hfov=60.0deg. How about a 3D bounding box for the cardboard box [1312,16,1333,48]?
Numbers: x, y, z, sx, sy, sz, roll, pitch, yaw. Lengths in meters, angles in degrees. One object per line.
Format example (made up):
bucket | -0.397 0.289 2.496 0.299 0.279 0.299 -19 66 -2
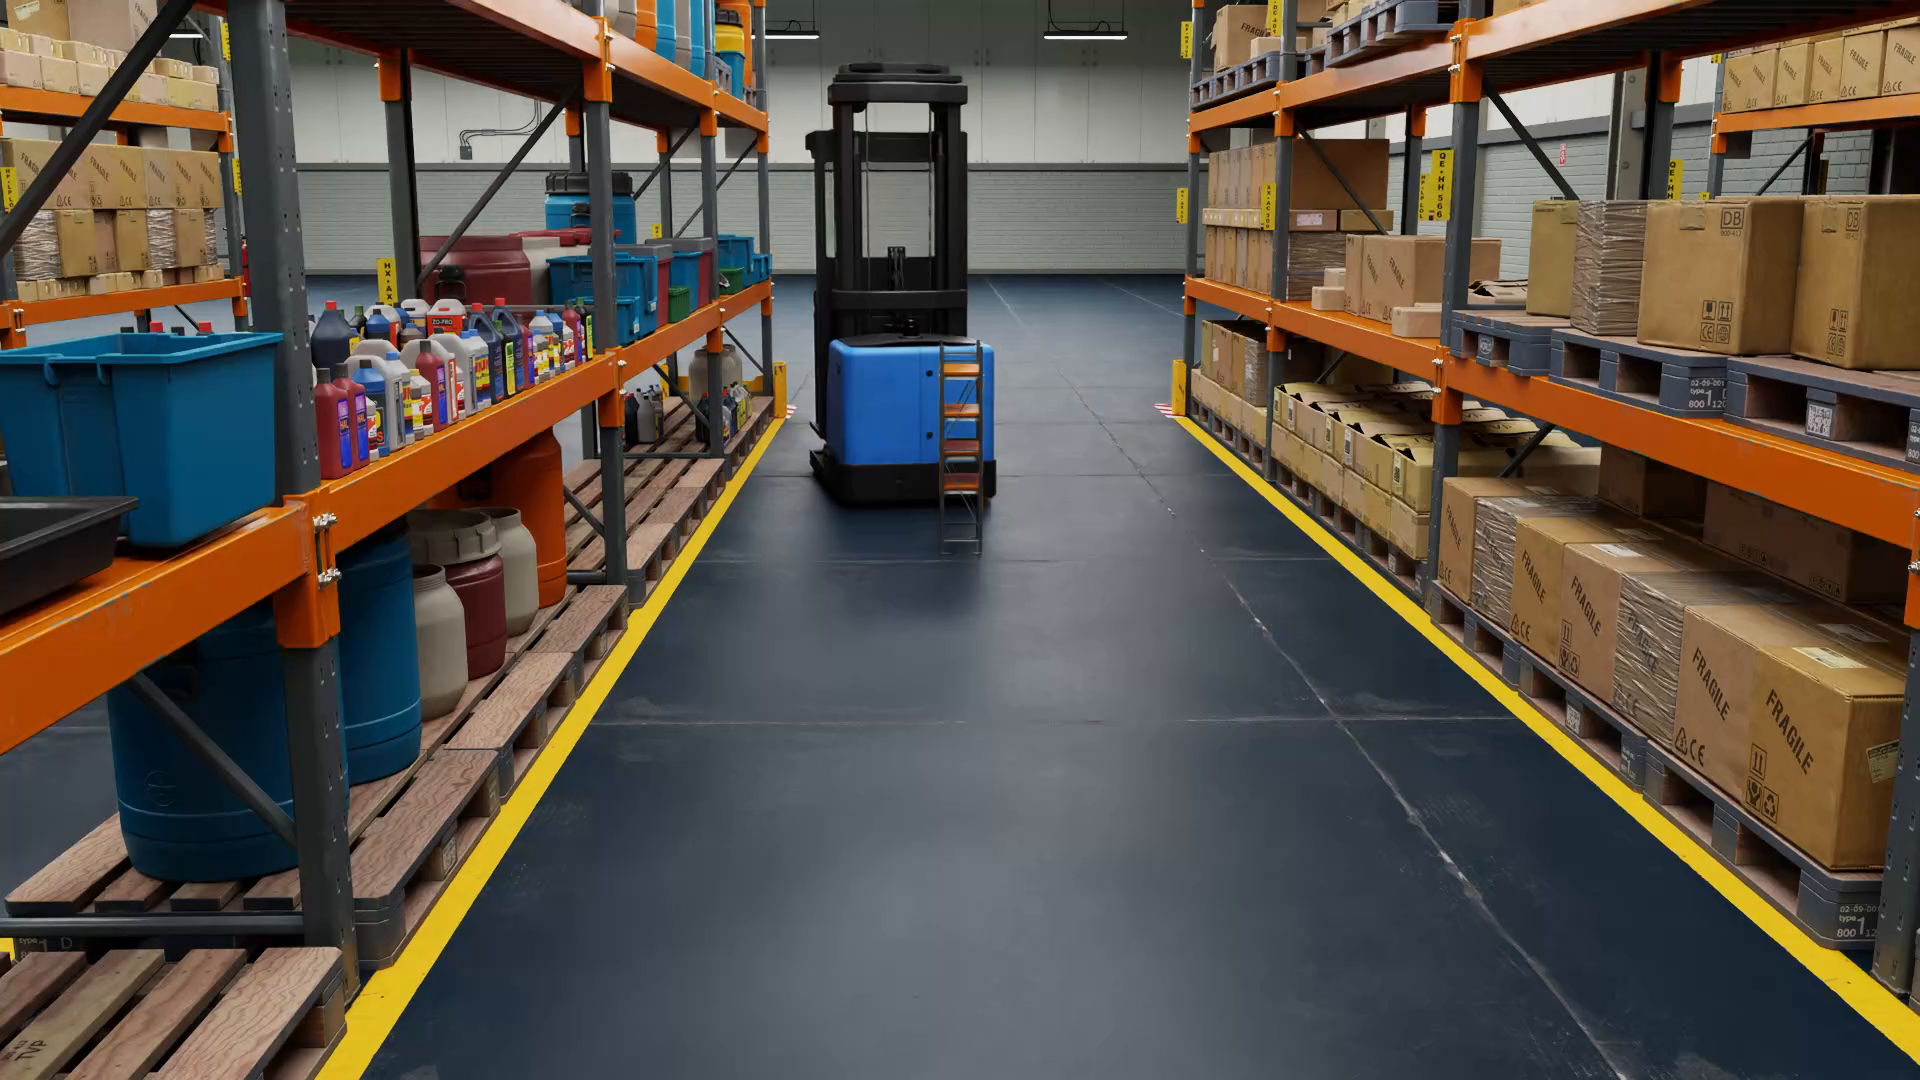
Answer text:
cardboard box | 2.978 -3.809 12.559 0.500 0.311 0.500 -1 12 -4

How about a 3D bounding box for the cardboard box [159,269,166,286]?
cardboard box | -6.996 -2.227 14.124 0.380 0.149 0.250 0 11 -1

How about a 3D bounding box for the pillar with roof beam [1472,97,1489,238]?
pillar with roof beam | 3.933 -7.888 26.305 9.100 9.000 0.400 0 11 -1

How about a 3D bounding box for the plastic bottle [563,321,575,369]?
plastic bottle | -1.710 -0.840 7.153 0.097 0.201 0.097 0 11 0

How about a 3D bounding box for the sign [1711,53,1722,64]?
sign | 7.064 -4.612 15.503 0.100 0.325 0.005 0 11 -1

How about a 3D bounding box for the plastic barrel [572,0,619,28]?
plastic barrel | -1.833 -2.672 7.861 0.421 0.512 0.421 0 11 0

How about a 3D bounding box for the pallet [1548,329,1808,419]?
pallet | 2.864 -0.623 6.071 1.003 0.211 1.213 0 11 -1

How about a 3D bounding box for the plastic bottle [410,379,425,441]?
plastic bottle | -1.664 -0.401 4.990 0.097 0.201 0.097 0 11 0

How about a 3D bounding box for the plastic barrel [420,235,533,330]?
plastic barrel | -2.446 -1.242 8.295 0.600 0.536 0.708 0 11 -1

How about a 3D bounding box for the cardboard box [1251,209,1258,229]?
cardboard box | 2.497 -2.522 13.061 0.380 0.149 0.250 0 11 -1

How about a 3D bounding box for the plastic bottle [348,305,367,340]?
plastic bottle | -2.481 -0.821 6.856 0.061 0.283 0.133 0 11 -1

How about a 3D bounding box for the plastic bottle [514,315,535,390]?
plastic bottle | -1.675 -0.721 6.364 0.061 0.283 0.133 0 11 -1

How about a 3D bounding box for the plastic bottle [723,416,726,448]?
plastic bottle | -1.784 -0.823 12.328 0.097 0.271 0.097 0 11 0

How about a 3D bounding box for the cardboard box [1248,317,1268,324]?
cardboard box | 2.962 -1.815 15.433 0.500 0.500 0.500 0 11 -1

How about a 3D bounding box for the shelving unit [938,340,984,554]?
shelving unit | 0.003 -0.555 9.778 0.258 1.200 0.503 0 11 -1

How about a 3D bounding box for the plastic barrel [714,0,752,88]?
plastic barrel | -2.162 -4.465 14.843 0.600 0.830 0.708 0 11 -1

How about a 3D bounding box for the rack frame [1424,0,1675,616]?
rack frame | 2.819 -1.104 7.957 1.000 3.000 0.127 0 11 -1

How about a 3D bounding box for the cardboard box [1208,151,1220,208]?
cardboard box | 2.652 -3.276 15.147 0.700 0.500 0.500 0 11 -1

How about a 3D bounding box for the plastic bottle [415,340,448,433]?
plastic bottle | -1.650 -0.483 5.191 0.061 0.283 0.133 0 11 -1

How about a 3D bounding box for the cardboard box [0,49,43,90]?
cardboard box | -6.921 -3.346 11.842 0.500 0.250 0.500 -1 11 -3

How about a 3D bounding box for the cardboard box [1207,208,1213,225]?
cardboard box | 2.455 -2.930 15.074 0.380 0.149 0.250 -1 11 -3

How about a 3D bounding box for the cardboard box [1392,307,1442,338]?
cardboard box | 2.524 -1.159 8.858 0.380 0.149 0.250 0 11 -1

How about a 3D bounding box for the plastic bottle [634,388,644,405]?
plastic bottle | -2.528 -1.026 13.129 0.144 0.351 0.185 0 11 -2

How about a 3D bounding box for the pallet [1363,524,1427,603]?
pallet | 2.841 0.099 9.042 1.003 0.211 1.213 0 11 -1

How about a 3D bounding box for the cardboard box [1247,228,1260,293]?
cardboard box | 2.697 -2.241 13.309 0.700 0.500 0.500 0 11 0

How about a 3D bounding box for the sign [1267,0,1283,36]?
sign | 2.181 -3.659 11.506 0.100 0.325 0.005 0 11 -1

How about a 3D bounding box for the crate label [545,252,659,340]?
crate label | -1.883 -1.300 8.836 0.502 0.435 0.616 0 11 -1

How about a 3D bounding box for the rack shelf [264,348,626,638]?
rack shelf | -2.092 -0.334 5.972 1.077 0.370 4.000 0 11 -1

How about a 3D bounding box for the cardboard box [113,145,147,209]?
cardboard box | -6.966 -2.933 13.456 0.500 0.500 0.500 0 11 -1

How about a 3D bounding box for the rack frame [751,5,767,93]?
rack frame | -2.299 -5.615 15.102 1.000 3.000 0.127 0 11 -1

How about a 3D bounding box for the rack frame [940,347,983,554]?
rack frame | 0.008 -0.507 9.539 0.240 1.200 0.015 0 11 -1

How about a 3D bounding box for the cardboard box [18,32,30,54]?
cardboard box | -6.940 -3.570 11.941 0.380 0.149 0.250 -1 11 -4

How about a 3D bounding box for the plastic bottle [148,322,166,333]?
plastic bottle | -2.401 -0.483 5.021 0.144 0.351 0.185 0 11 -1

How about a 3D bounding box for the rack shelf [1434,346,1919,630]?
rack shelf | 2.860 -0.354 6.069 1.077 0.370 4.000 0 11 -1

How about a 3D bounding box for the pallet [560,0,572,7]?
pallet | -2.215 -2.310 6.829 1.003 0.211 1.213 0 11 -1

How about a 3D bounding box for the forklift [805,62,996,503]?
forklift | -0.535 -1.933 12.213 1.130 2.935 3.031 -2 12 -10

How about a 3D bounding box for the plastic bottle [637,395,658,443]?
plastic bottle | -2.373 -0.924 12.627 0.144 0.351 0.185 0 11 -1

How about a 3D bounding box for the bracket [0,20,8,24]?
bracket | -23.211 -12.525 40.110 0.076 0.066 4.783 0 11 -1

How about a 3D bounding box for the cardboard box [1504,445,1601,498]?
cardboard box | 3.102 -0.342 8.652 0.500 0.311 0.500 0 11 1

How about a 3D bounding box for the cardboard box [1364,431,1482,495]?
cardboard box | 2.545 -0.444 9.150 0.500 0.311 0.500 0 11 -2

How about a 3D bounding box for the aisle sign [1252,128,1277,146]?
aisle sign | 2.946 -3.983 15.607 0.394 0.787 0.004 0 11 -1

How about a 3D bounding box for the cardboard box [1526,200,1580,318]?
cardboard box | 2.945 -1.234 7.290 0.700 0.500 0.500 -4 12 -20

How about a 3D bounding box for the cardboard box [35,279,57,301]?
cardboard box | -6.864 -1.830 12.166 0.380 0.149 0.250 0 11 -1

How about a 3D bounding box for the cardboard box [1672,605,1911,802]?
cardboard box | 2.603 0.505 5.205 0.500 0.500 0.500 0 11 -1

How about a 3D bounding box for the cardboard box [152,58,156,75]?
cardboard box | -7.020 -3.987 13.996 0.380 0.149 0.250 0 11 0

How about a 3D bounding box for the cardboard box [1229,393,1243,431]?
cardboard box | 2.483 -1.048 13.538 0.500 0.250 0.500 0 11 -1

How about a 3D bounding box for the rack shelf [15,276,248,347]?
rack shelf | -7.209 -1.904 13.710 1.077 0.370 4.000 0 11 -1

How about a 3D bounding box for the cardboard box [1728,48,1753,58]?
cardboard box | 7.371 -4.657 15.108 0.500 0.500 0.500 -1 12 -5

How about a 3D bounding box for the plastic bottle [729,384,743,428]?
plastic bottle | -1.831 -1.081 13.400 0.144 0.351 0.185 0 11 -2

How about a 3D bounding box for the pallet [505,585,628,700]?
pallet | -2.075 0.439 7.366 1.003 0.211 1.213 0 11 -1

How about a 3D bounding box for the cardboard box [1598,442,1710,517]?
cardboard box | 3.078 -0.266 7.120 0.500 0.250 0.500 0 11 1

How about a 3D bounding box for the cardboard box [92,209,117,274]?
cardboard box | -7.202 -2.342 13.060 0.875 0.500 0.500 0 11 -1

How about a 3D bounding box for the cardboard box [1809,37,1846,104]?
cardboard box | 7.386 -3.860 13.696 0.500 0.500 0.500 0 11 2
